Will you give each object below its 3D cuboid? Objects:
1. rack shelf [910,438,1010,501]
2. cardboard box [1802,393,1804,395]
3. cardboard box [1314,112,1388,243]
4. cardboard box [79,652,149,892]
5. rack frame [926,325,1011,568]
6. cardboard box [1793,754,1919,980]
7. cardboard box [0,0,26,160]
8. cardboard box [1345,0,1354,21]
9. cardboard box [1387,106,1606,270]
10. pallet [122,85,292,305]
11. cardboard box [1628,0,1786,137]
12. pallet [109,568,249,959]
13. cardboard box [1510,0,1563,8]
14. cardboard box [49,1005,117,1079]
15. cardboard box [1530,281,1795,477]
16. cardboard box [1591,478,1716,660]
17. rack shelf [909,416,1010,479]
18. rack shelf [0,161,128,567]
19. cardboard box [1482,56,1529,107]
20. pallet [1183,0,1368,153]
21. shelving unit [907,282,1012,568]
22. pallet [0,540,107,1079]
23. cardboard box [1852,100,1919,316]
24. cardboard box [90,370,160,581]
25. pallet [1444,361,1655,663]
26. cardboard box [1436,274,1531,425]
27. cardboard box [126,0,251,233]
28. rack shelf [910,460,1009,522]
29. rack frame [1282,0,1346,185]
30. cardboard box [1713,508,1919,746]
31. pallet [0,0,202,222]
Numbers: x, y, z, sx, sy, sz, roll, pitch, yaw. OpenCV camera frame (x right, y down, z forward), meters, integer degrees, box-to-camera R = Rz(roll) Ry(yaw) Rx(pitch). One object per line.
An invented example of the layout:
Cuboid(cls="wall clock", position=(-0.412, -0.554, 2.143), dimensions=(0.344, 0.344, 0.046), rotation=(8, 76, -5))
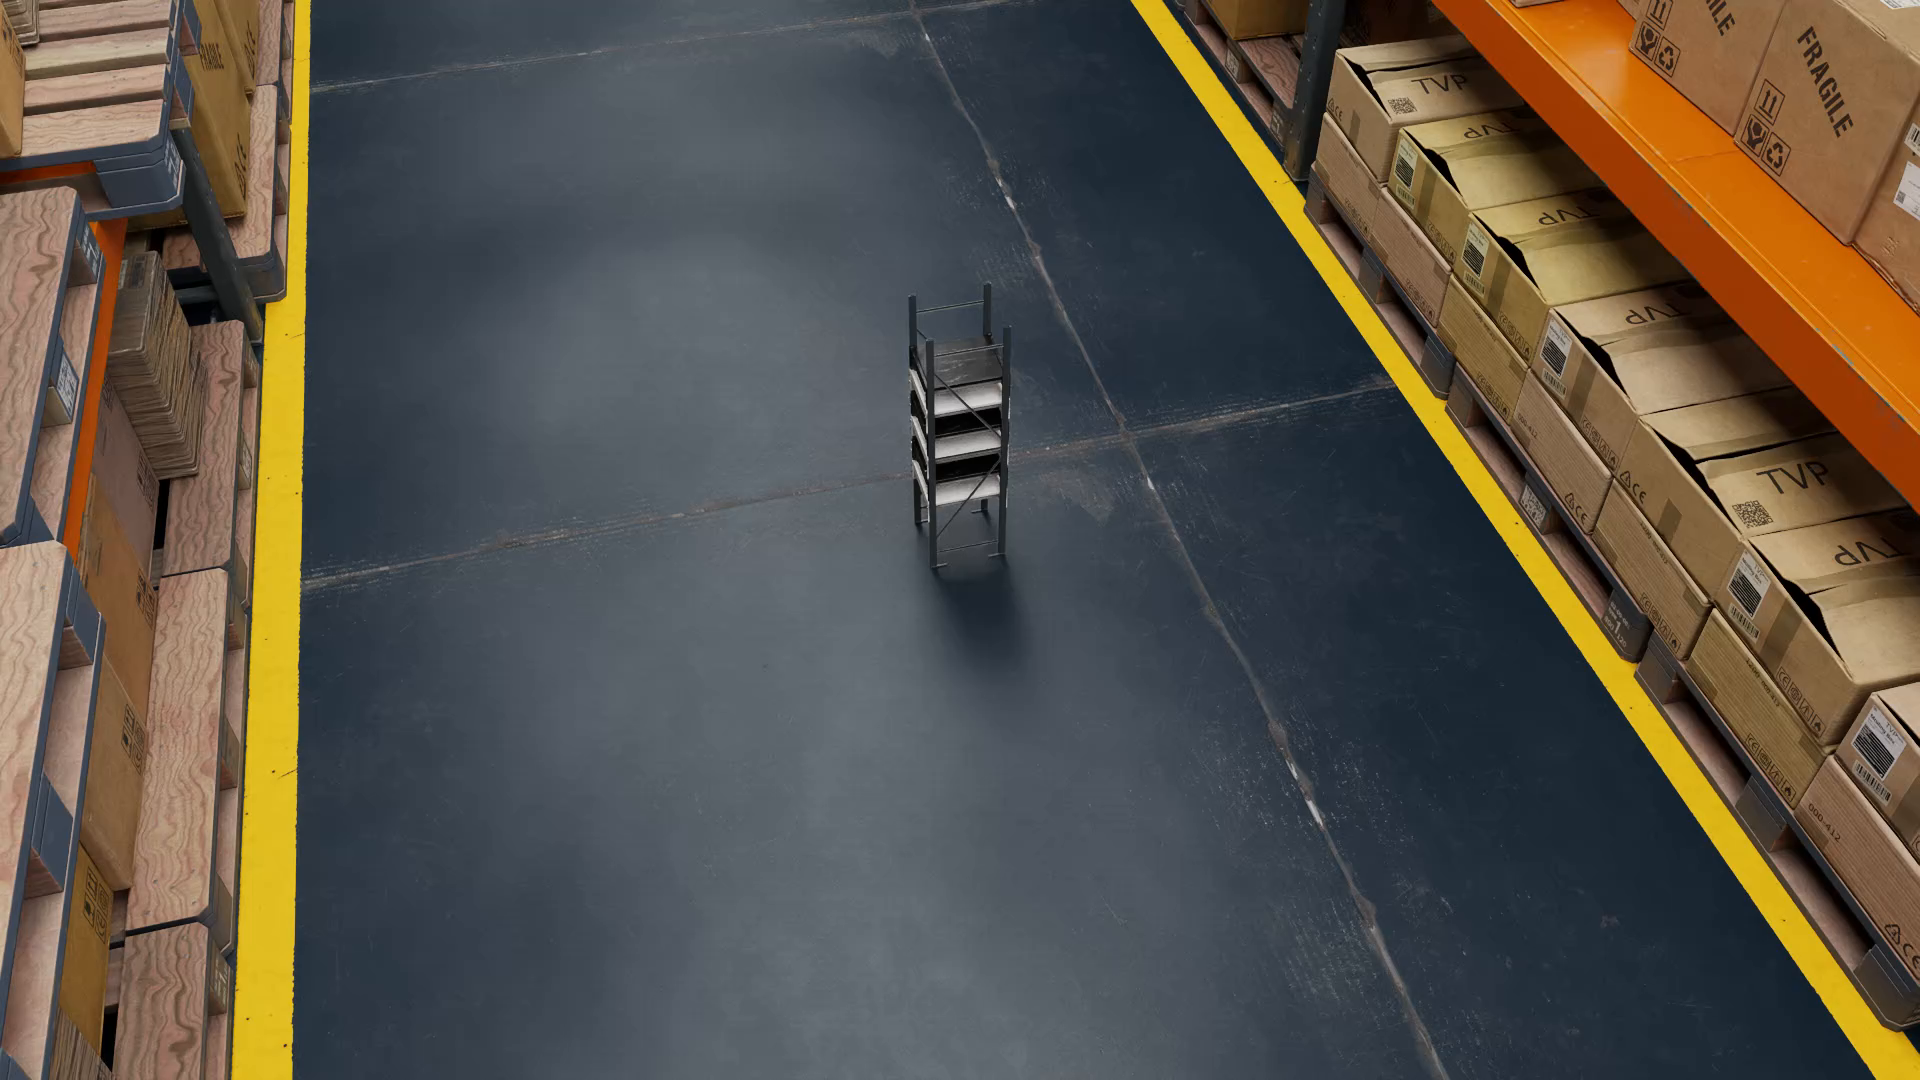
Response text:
Cuboid(cls="rack shelf", position=(-0.002, -0.234, 5.022), dimensions=(0.258, 0.077, 0.200), rotation=(-11, 47, -10))
Cuboid(cls="cardboard box", position=(2.566, -0.616, 4.992), dimensions=(0.500, 0.311, 0.500), rotation=(-10, 46, -9))
Cuboid(cls="cardboard box", position=(1.652, -1.374, 6.127), dimensions=(0.500, 0.250, 0.500), rotation=(-11, 47, -10))
Cuboid(cls="cardboard box", position=(-2.438, 0.574, 4.030), dimensions=(0.700, 0.500, 0.500), rotation=(-10, 46, -10))
Cuboid(cls="rack frame", position=(0.024, -0.250, 4.865), dimensions=(0.240, 0.900, 0.006), rotation=(-11, 47, -10))
Cuboid(cls="cardboard box", position=(2.440, 0.739, 4.057), dimensions=(0.500, 0.250, 0.500), rotation=(-11, 47, -11))
Cuboid(cls="cardboard box", position=(-2.686, -1.182, 3.930), dimensions=(0.700, 0.500, 0.500), rotation=(-15, 47, -14))
Cuboid(cls="cardboard box", position=(1.822, -2.611, 7.150), dimensions=(0.500, 0.500, 0.500), rotation=(-12, 47, -12))
Cuboid(cls="cardboard box", position=(1.795, -1.209, 5.573), dimensions=(0.500, 0.311, 0.500), rotation=(-12, 47, -11))
Cuboid(cls="pallet", position=(-3.115, -1.278, 6.355), dimensions=(1.003, 0.211, 1.213), rotation=(-11, 47, -10))
Cuboid(cls="cardboard box", position=(2.247, -1.484, 4.534), dimensions=(0.500, 0.500, 0.500), rotation=(-13, 47, -12))
Cuboid(cls="pallet", position=(-2.478, 0.660, 4.455), dimensions=(1.003, 0.211, 1.213), rotation=(-11, 47, -10))
Cuboid(cls="cardboard box", position=(1.844, -1.921, 5.094), dimensions=(0.500, 0.311, 0.500), rotation=(-11, 47, -11))
Cuboid(cls="cardboard box", position=(-2.166, 1.281, 3.336), dimensions=(0.700, 0.500, 0.500), rotation=(-9, 46, -9))
Cuboid(cls="cardboard box", position=(2.055, -0.502, 4.880), dimensions=(0.500, 0.311, 0.500), rotation=(-11, 47, -11))
Cuboid(cls="cardboard box", position=(2.181, 0.036, 4.745), dimensions=(0.500, 0.250, 0.500), rotation=(-10, 46, -9))
Cuboid(cls="rack shelf", position=(-0.002, -0.297, 4.958), dimensions=(0.258, 0.077, 0.200), rotation=(-11, 47, -10))
Cuboid(cls="rack shelf", position=(-2.474, -0.064, 3.716), dimensions=(1.077, 0.370, 4.000), rotation=(-11, 47, -10))
Cuboid(cls="cardboard box", position=(2.174, -1.669, 6.024), dimensions=(0.500, 0.311, 0.500), rotation=(-10, 46, -9))
Cuboid(cls="pallet", position=(1.647, -2.151, 7.210), dimensions=(1.003, 0.211, 1.213), rotation=(-11, 47, -10))
Cuboid(cls="shelving unit", position=(-0.002, -0.321, 4.934), dimensions=(0.258, 0.900, 0.210), rotation=(-11, 47, -10))
Cuboid(cls="pallet", position=(-2.017, 0.578, 2.717), dimensions=(1.003, 0.211, 1.213), rotation=(-11, 47, -10))
Cuboid(cls="cardboard box", position=(2.510, -0.775, 3.839), dimensions=(0.500, 0.500, 0.500), rotation=(-8, 46, -7))
Cuboid(cls="cardboard box", position=(-2.731, -0.111, 4.701), dimensions=(0.700, 0.500, 0.500), rotation=(-11, 47, -10))
Cuboid(cls="pallet", position=(2.284, -0.212, 5.310), dimensions=(1.003, 0.211, 1.213), rotation=(-11, 47, -10))
Cuboid(cls="cardboard box", position=(1.921, -0.669, 5.437), dimensions=(0.500, 0.250, 0.500), rotation=(-12, 47, -11))
Cuboid(cls="cardboard box", position=(-3.047, -1.623, 5.951), dimensions=(0.750, 0.750, 0.750), rotation=(-11, 47, -11))
Cuboid(cls="rack shelf", position=(-0.002, -0.171, 5.086), dimensions=(0.258, 0.077, 0.200), rotation=(-11, 47, -10))
Cuboid(cls="rack frame", position=(1.802, -2.605, 5.702), dimensions=(1.000, 3.000, 0.127), rotation=(-11, 47, -10))
Cuboid(cls="cardboard box", position=(2.306, 0.191, 4.201), dimensions=(0.500, 0.311, 0.500), rotation=(-10, 46, -9))
Cuboid(cls="pallet", position=(-2.700, -1.157, 4.418), dimensions=(1.213, 0.211, 1.003), rotation=(-11, 47, -10))
